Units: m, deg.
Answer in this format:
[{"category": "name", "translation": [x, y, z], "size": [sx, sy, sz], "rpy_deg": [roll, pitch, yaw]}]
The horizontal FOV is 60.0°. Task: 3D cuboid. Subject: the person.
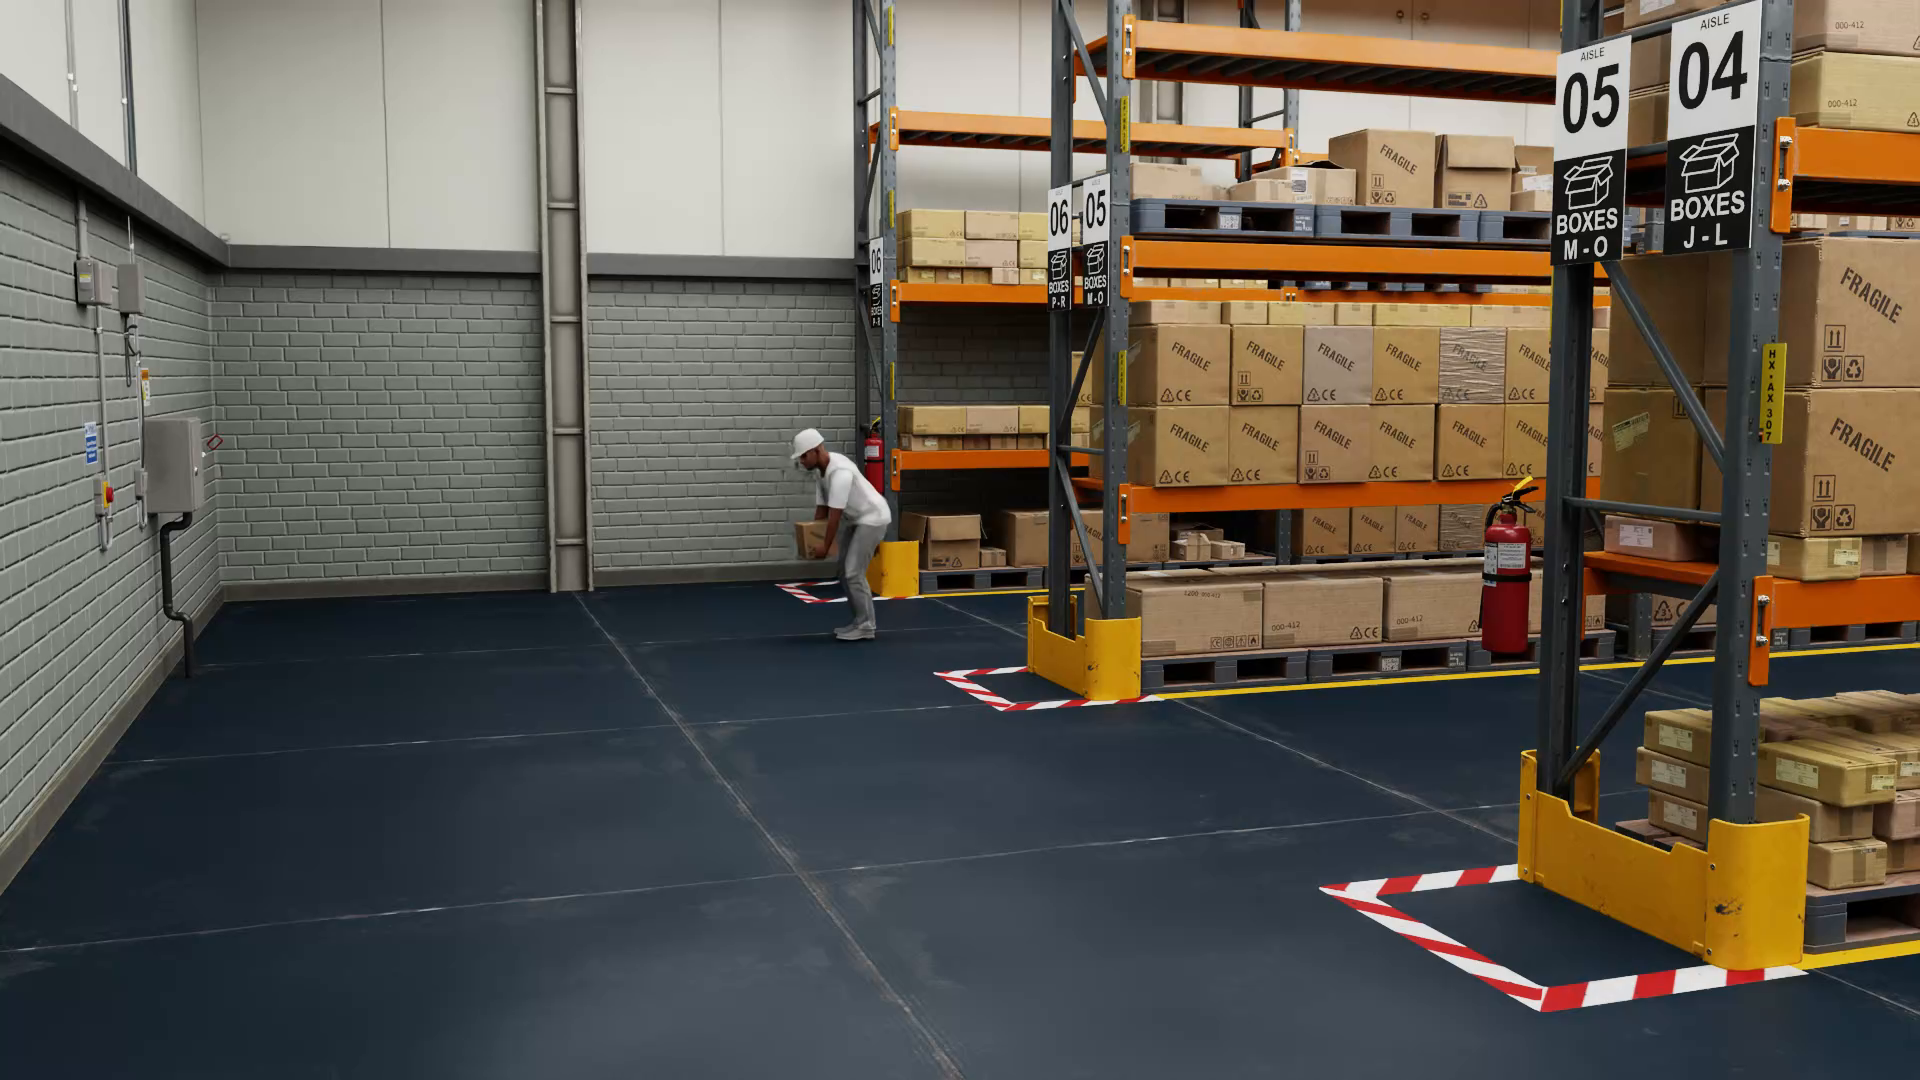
[{"category": "person", "translation": [-0.899, -0.042, 12.520], "size": [0.763, 1.588, 0.489], "rpy_deg": [-2, 6, -20]}]
